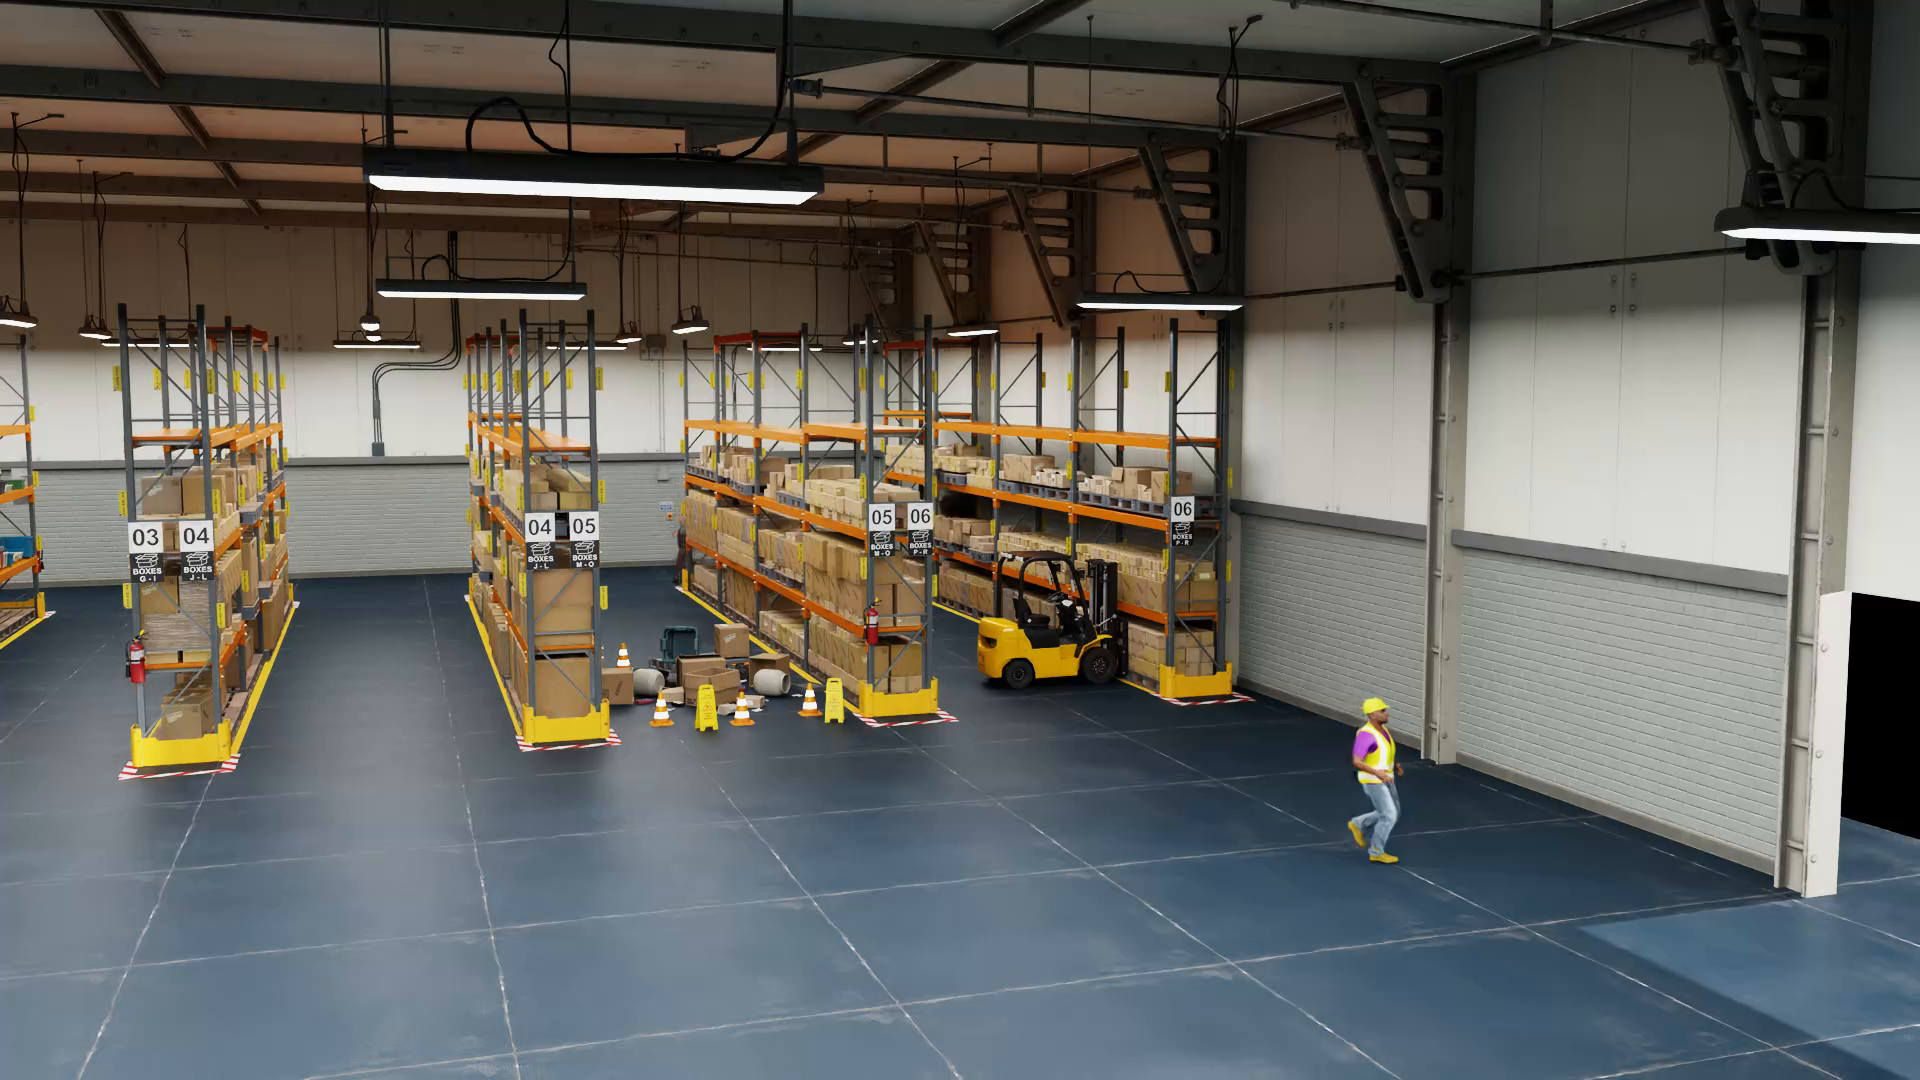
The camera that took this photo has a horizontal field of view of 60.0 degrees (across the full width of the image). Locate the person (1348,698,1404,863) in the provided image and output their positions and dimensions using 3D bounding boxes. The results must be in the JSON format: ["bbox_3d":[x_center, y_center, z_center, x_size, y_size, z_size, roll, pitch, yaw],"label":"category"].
[{"bbox_3d":[4.324,2.500,17.387,0.609,1.717,0.698,4,7,34],"label":"person"}]

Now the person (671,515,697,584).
[{"bbox_3d":[-6.790,0.237,41.274,0.805,1.773,0.662,0,5,-1],"label":"person"}]
